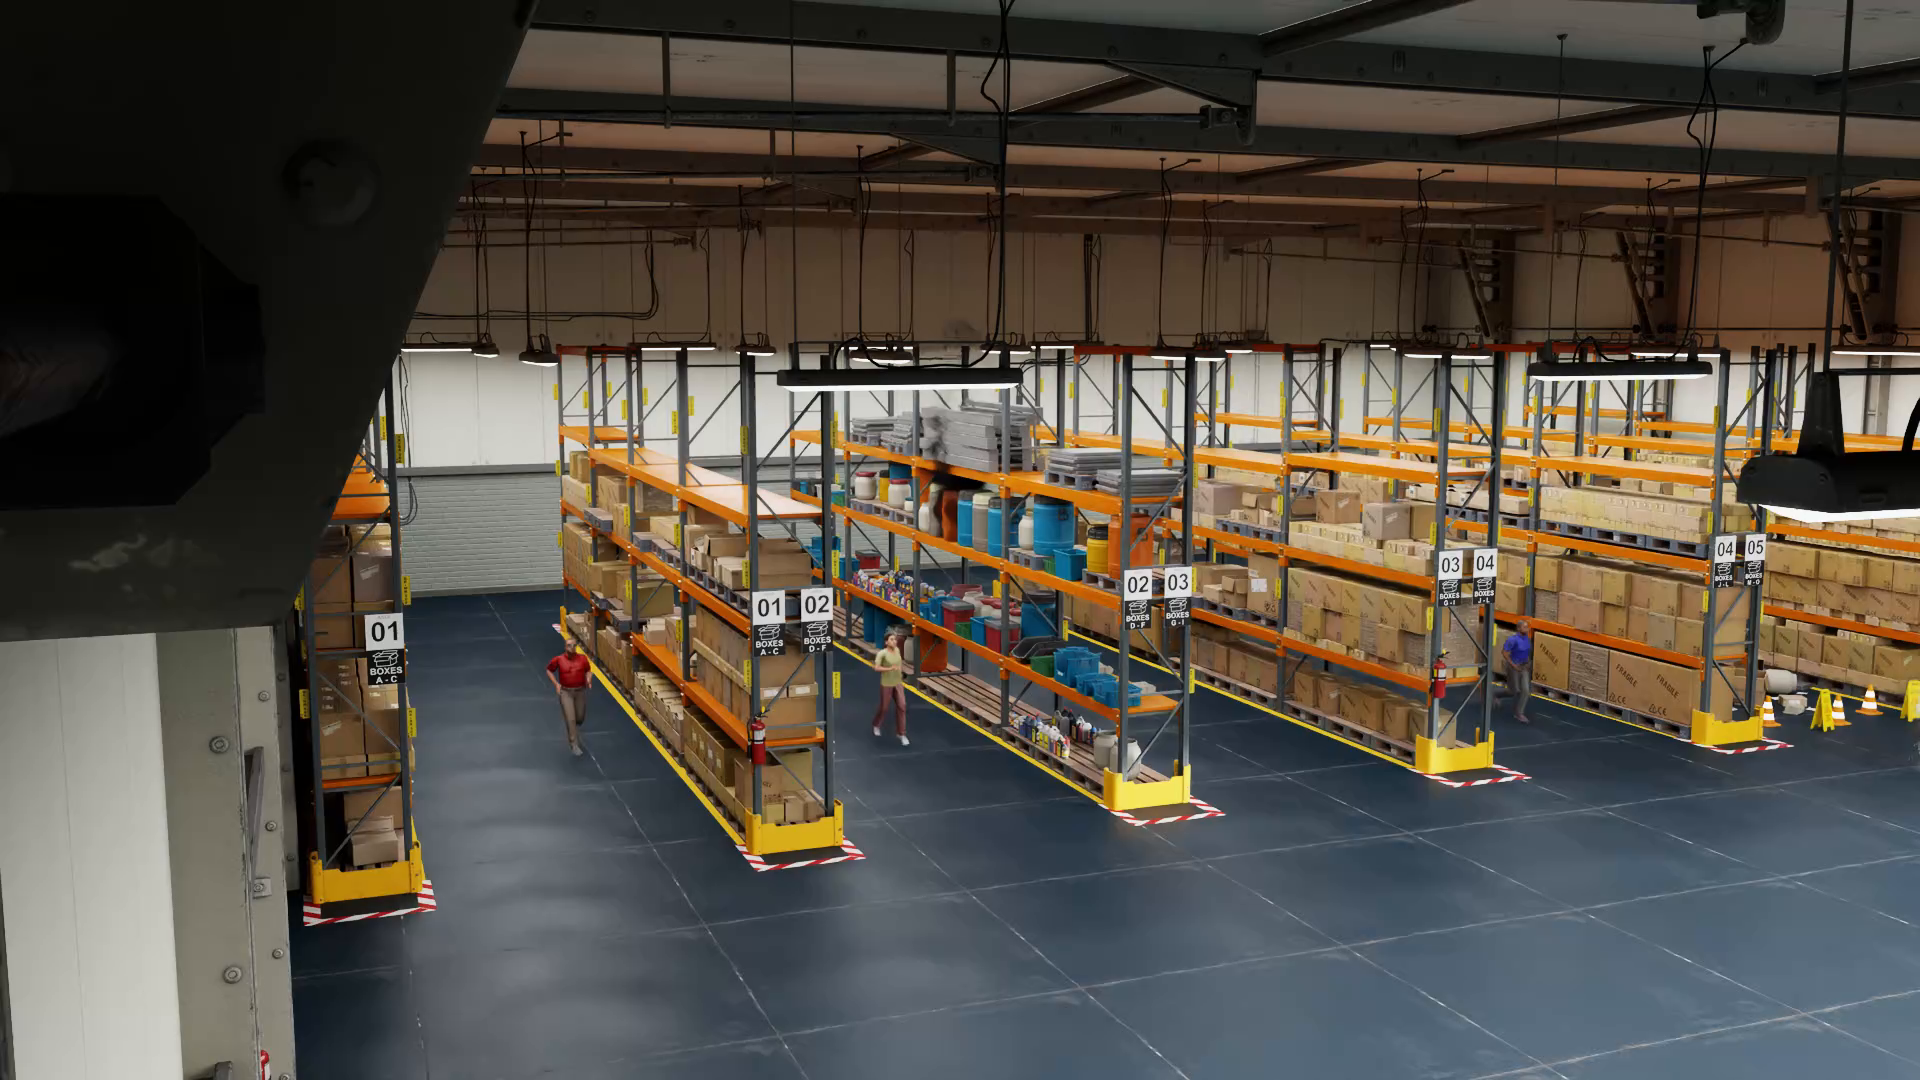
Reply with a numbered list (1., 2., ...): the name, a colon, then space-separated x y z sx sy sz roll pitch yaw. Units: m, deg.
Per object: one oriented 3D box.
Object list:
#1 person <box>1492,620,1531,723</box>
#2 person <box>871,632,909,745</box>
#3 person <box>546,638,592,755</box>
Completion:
1. person: 9.057 2.104 27.126 0.600 1.637 0.759 -4 8 -31
2. person: -1.080 2.244 25.532 0.610 1.695 0.891 -5 9 -36
3. person: -5.865 2.326 25.071 0.663 1.720 0.833 -4 8 -28
